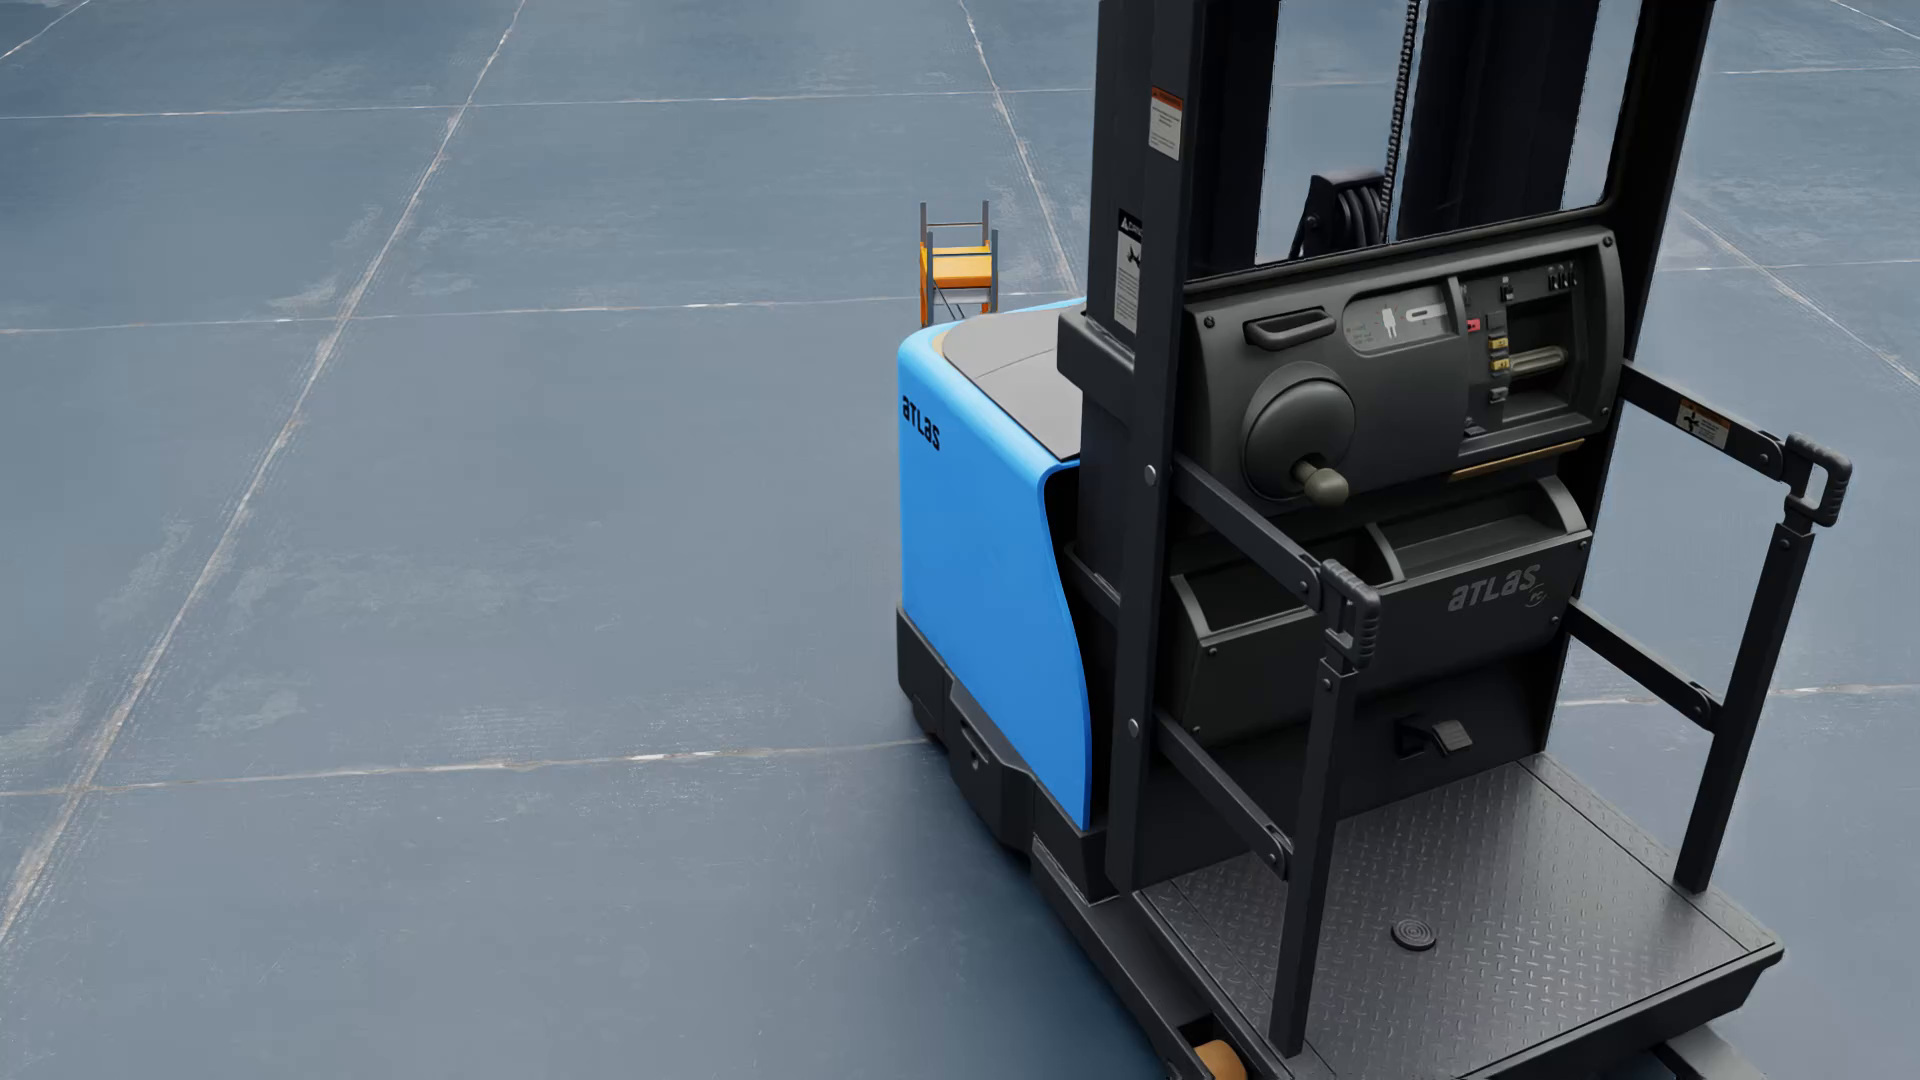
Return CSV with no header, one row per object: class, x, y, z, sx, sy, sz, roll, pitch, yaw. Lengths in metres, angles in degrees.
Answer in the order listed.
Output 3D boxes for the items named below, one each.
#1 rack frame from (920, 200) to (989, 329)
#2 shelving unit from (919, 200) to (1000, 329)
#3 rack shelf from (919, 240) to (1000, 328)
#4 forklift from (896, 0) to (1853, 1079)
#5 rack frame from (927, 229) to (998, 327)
rack frame,-0.016,-0.540,5.131,0.200,1.050,0.008,-3,31,-5
shelving unit,-0.005,-0.478,5.027,0.215,1.050,0.252,-3,31,-5
rack shelf,-0.005,-0.713,4.886,0.215,0.259,0.240,-3,31,-5
forklift,0.921,-0.264,2.833,1.130,2.935,3.031,-14,33,-22
rack frame,0.006,-0.416,4.922,0.200,1.050,0.008,-3,31,-5
